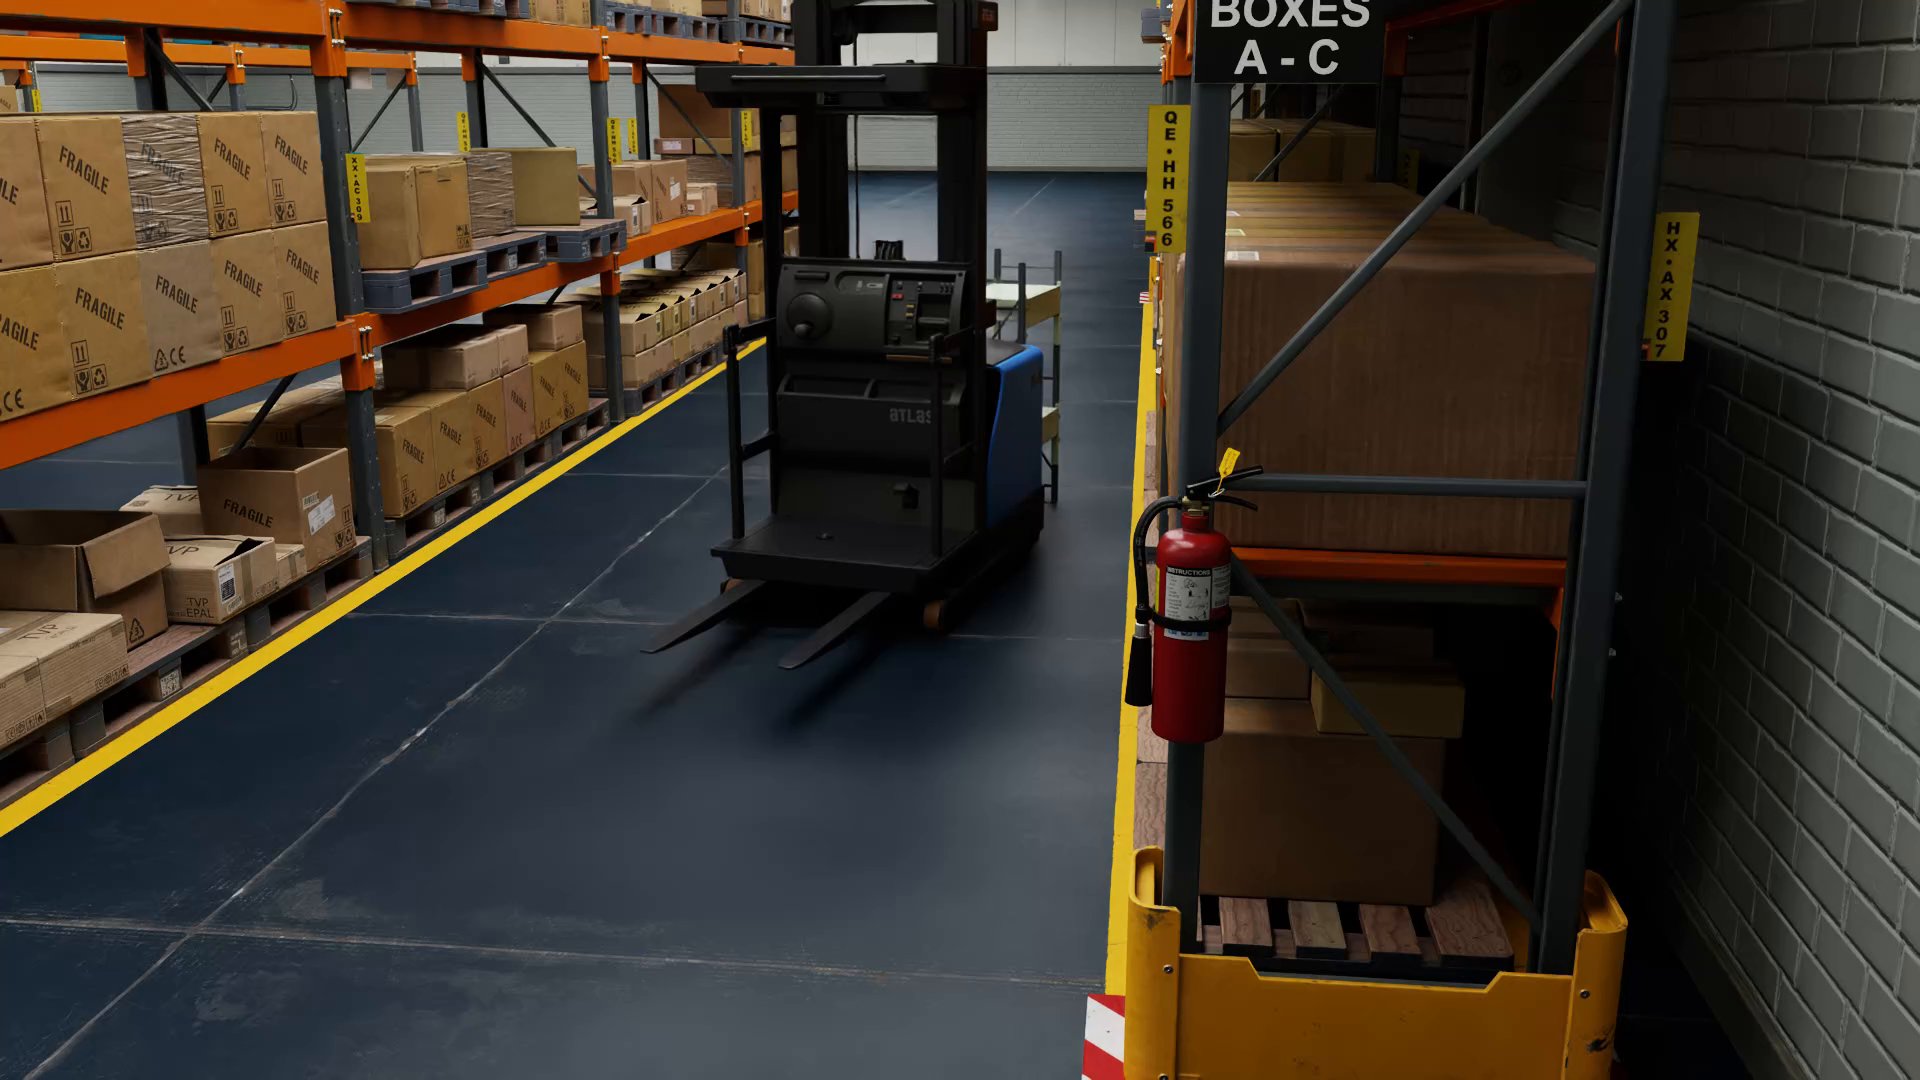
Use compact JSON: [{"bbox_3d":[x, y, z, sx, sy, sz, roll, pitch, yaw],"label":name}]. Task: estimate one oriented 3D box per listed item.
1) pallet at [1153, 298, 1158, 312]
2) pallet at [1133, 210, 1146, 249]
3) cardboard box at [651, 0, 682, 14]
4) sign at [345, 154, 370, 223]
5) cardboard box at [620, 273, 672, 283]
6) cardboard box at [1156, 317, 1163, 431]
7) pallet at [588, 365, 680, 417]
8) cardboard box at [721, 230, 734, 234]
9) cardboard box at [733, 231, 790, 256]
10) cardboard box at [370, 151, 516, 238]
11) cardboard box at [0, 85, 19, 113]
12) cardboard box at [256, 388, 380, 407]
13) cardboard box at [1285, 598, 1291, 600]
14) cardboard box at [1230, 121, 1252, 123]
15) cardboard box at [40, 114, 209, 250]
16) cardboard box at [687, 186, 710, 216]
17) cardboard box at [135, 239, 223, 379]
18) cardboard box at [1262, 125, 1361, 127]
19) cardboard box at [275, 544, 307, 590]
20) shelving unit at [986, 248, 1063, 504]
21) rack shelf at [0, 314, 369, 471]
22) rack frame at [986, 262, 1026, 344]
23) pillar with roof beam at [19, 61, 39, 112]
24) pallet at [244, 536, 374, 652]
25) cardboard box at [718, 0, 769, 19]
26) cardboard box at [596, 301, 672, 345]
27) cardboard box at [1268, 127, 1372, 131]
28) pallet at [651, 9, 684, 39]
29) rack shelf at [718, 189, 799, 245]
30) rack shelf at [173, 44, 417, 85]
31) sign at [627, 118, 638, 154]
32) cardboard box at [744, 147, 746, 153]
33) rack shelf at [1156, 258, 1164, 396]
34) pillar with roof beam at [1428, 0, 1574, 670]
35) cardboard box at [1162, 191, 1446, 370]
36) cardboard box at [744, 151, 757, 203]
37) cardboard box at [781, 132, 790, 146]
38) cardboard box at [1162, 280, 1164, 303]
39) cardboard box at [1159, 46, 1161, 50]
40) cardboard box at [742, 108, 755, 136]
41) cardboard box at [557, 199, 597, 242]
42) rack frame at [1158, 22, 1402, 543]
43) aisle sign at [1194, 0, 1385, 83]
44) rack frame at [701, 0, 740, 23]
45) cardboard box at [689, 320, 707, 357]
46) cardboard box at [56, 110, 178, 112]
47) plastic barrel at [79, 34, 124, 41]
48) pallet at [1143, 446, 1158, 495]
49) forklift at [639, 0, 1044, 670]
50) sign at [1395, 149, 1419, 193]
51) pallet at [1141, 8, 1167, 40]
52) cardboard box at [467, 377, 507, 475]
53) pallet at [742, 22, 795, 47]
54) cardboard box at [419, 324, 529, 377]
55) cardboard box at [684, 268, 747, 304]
[{"bbox_3d":[2.538,-2.377,17.549,1.003,0.211,1.213,2,15,6],"label":"pallet"},{"bbox_3d":[1.886,-2.289,12.247,1.213,0.211,1.003,2,15,6],"label":"pallet"},{"bbox_3d":[-2.698,-4.652,14.356,0.500,0.250,0.500,0,15,1],"label":"cardboard box"},{"bbox_3d":[-2.923,-1.705,8.062,0.100,0.325,0.005,2,15,6],"label":"sign"},{"bbox_3d":[-2.916,-2.292,15.282,0.500,0.311,0.500,2,15,6],"label":"cardboard box"},{"bbox_3d":[1.593,-0.944,10.222,0.750,0.750,0.750,2,15,6],"label":"cardboard box"},{"bbox_3d":[-2.880,-1.205,13.212,1.003,0.211,1.213,2,15,6],"label":"pallet"},{"bbox_3d":[-2.604,-2.999,17.533,0.500,0.500,0.500,2,15,6],"label":"cardboard box"},{"bbox_3d":[-2.084,-2.984,17.476,0.500,0.500,0.500,2,15,6],"label":"cardboard box"},{"bbox_3d":[-3.263,-2.191,10.522,0.700,0.500,0.500,5,16,17],"label":"cardboard box"},{"bbox_3d":[-11.768,-5.231,20.082,0.500,0.500,0.500,2,15,6],"label":"cardboard box"},{"bbox_3d":[-3.628,-0.571,9.473,0.500,0.500,0.500,2,15,6],"label":"cardboard box"},{"bbox_3d":[1.286,0.164,5.551,0.380,0.149,0.250,2,15,7],"label":"cardboard box"},{"bbox_3d":[1.491,-2.378,9.972,0.500,0.250,0.500,2,15,7],"label":"cardboard box"},{"bbox_3d":[-3.375,-1.429,6.595,0.500,0.500,0.500,2,15,7],"label":"cardboard box"},{"bbox_3d":[-2.477,-3.077,15.054,0.396,0.266,0.258,1,15,5],"label":"cardboard box"},{"bbox_3d":[-3.377,-0.945,6.718,0.500,0.500,0.500,2,15,8],"label":"cardboard box"},{"bbox_3d":[1.875,-2.097,8.935,0.500,0.250,0.500,1,15,4],"label":"cardboard box"},{"bbox_3d":[-3.228,0.118,7.597,0.380,0.149,0.250,2,15,6],"label":"cardboard box"},{"bbox_3d":[0.277,-0.871,9.510,0.431,1.500,0.755,5,16,18],"label":"shelving unit"},{"bbox_3d":[-3.688,-0.435,6.402,1.077,0.370,4.000,2,15,6],"label":"rack shelf"},{"bbox_3d":[0.161,-0.781,9.175,0.400,1.500,0.023,5,16,18],"label":"rack frame"},{"bbox_3d":[-20.719,-13.983,43.634,9.100,9.000,0.400,2,15,6],"label":"pillar with roof beam"},{"bbox_3d":[-3.541,0.223,7.932,1.003,0.211,1.213,2,15,6],"label":"pallet"},{"bbox_3d":[-2.180,-5.314,16.419,0.500,0.311,0.500,1,15,3],"label":"cardboard box"},{"bbox_3d":[-2.609,-1.748,13.269,0.500,0.311,0.500,1,15,5],"label":"cardboard box"},{"bbox_3d":[1.823,-1.967,8.453,0.500,0.250,0.500,2,15,7],"label":"cardboard box"},{"bbox_3d":[-2.900,-4.164,13.430,1.003,0.211,1.213,2,15,9],"label":"pallet"},{"bbox_3d":[-2.334,-3.547,17.912,1.077,0.370,4.000,2,15,6],"label":"rack shelf"},{"bbox_3d":[-7.256,-5.142,18.064,1.077,0.370,4.000,2,15,6],"label":"rack shelf"},{"bbox_3d":[-3.112,-3.848,15.835,0.100,0.325,0.005,2,15,6],"label":"sign"},{"bbox_3d":[-2.309,-3.866,16.279,0.380,0.149,0.250,2,15,7],"label":"cardboard box"},{"bbox_3d":[1.686,-1.327,9.703,1.077,0.370,4.000,2,15,6],"label":"rack shelf"},{"bbox_3d":[-2.037,-3.972,6.611,9.100,9.000,0.400,2,15,6],"label":"pillar with roof beam"},{"bbox_3d":[1.295,-0.971,6.433,0.980,0.700,0.700,1,15,5],"label":"cardboard box"},{"bbox_3d":[-2.463,-3.676,16.820,0.700,0.500,0.500,2,15,6],"label":"cardboard box"},{"bbox_3d":[-2.079,-4.402,18.262,0.380,0.149,0.250,2,15,8],"label":"cardboard box"},{"bbox_3d":[1.267,-1.343,8.824,0.380,0.149,0.250,2,15,6],"label":"cardboard box"},{"bbox_3d":[2.432,-5.557,17.988,0.500,0.500,0.500,3,15,10],"label":"cardboard box"},{"bbox_3d":[-2.460,-4.297,16.628,0.700,0.500,0.500,2,15,6],"label":"cardboard box"},{"bbox_3d":[-2.927,-2.388,12.419,0.500,0.311,0.500,3,15,10],"label":"cardboard box"},{"bbox_3d":[1.460,-1.156,7.690,1.000,3.000,0.127,2,15,6],"label":"rack frame"},{"bbox_3d":[0.702,-1.364,3.478,0.394,0.787,0.004,2,15,6],"label":"aisle sign"},{"bbox_3d":[-2.560,-6.272,15.117,1.000,3.000,0.127,2,15,6],"label":"rack frame"},{"bbox_3d":[-2.494,-1.739,14.311,0.500,0.250,0.500,2,15,7],"label":"cardboard box"},{"bbox_3d":[-3.795,-1.718,7.662,0.500,0.500,0.500,2,15,8],"label":"cardboard box"},{"bbox_3d":[-7.471,-4.735,14.220,0.600,0.901,0.708,2,15,6],"label":"plastic barrel"},{"bbox_3d":[1.607,-0.329,9.976,1.003,0.211,1.213,2,15,6],"label":"pallet"},{"bbox_3d":[-0.489,-1.103,7.625,1.130,2.935,3.031,5,16,18],"label":"forklift"},{"bbox_3d":[2.011,-1.596,7.508,0.100,0.325,0.005,2,15,6],"label":"sign"},{"bbox_3d":[2.073,-4.162,13.421,1.213,0.211,1.003,2,15,6],"label":"pallet"},{"bbox_3d":[-3.053,-0.693,9.924,0.500,0.500,0.500,2,15,7],"label":"cardboard box"},{"bbox_3d":[-2.349,-5.319,17.508,1.003,0.211,1.213,2,15,6],"label":"pallet"},{"bbox_3d":[-2.997,-1.176,10.275,0.500,0.250,0.500,1,15,5],"label":"cardboard box"},{"bbox_3d":[-2.321,-2.408,15.711,0.500,0.311,0.500,2,15,6],"label":"cardboard box"}]
